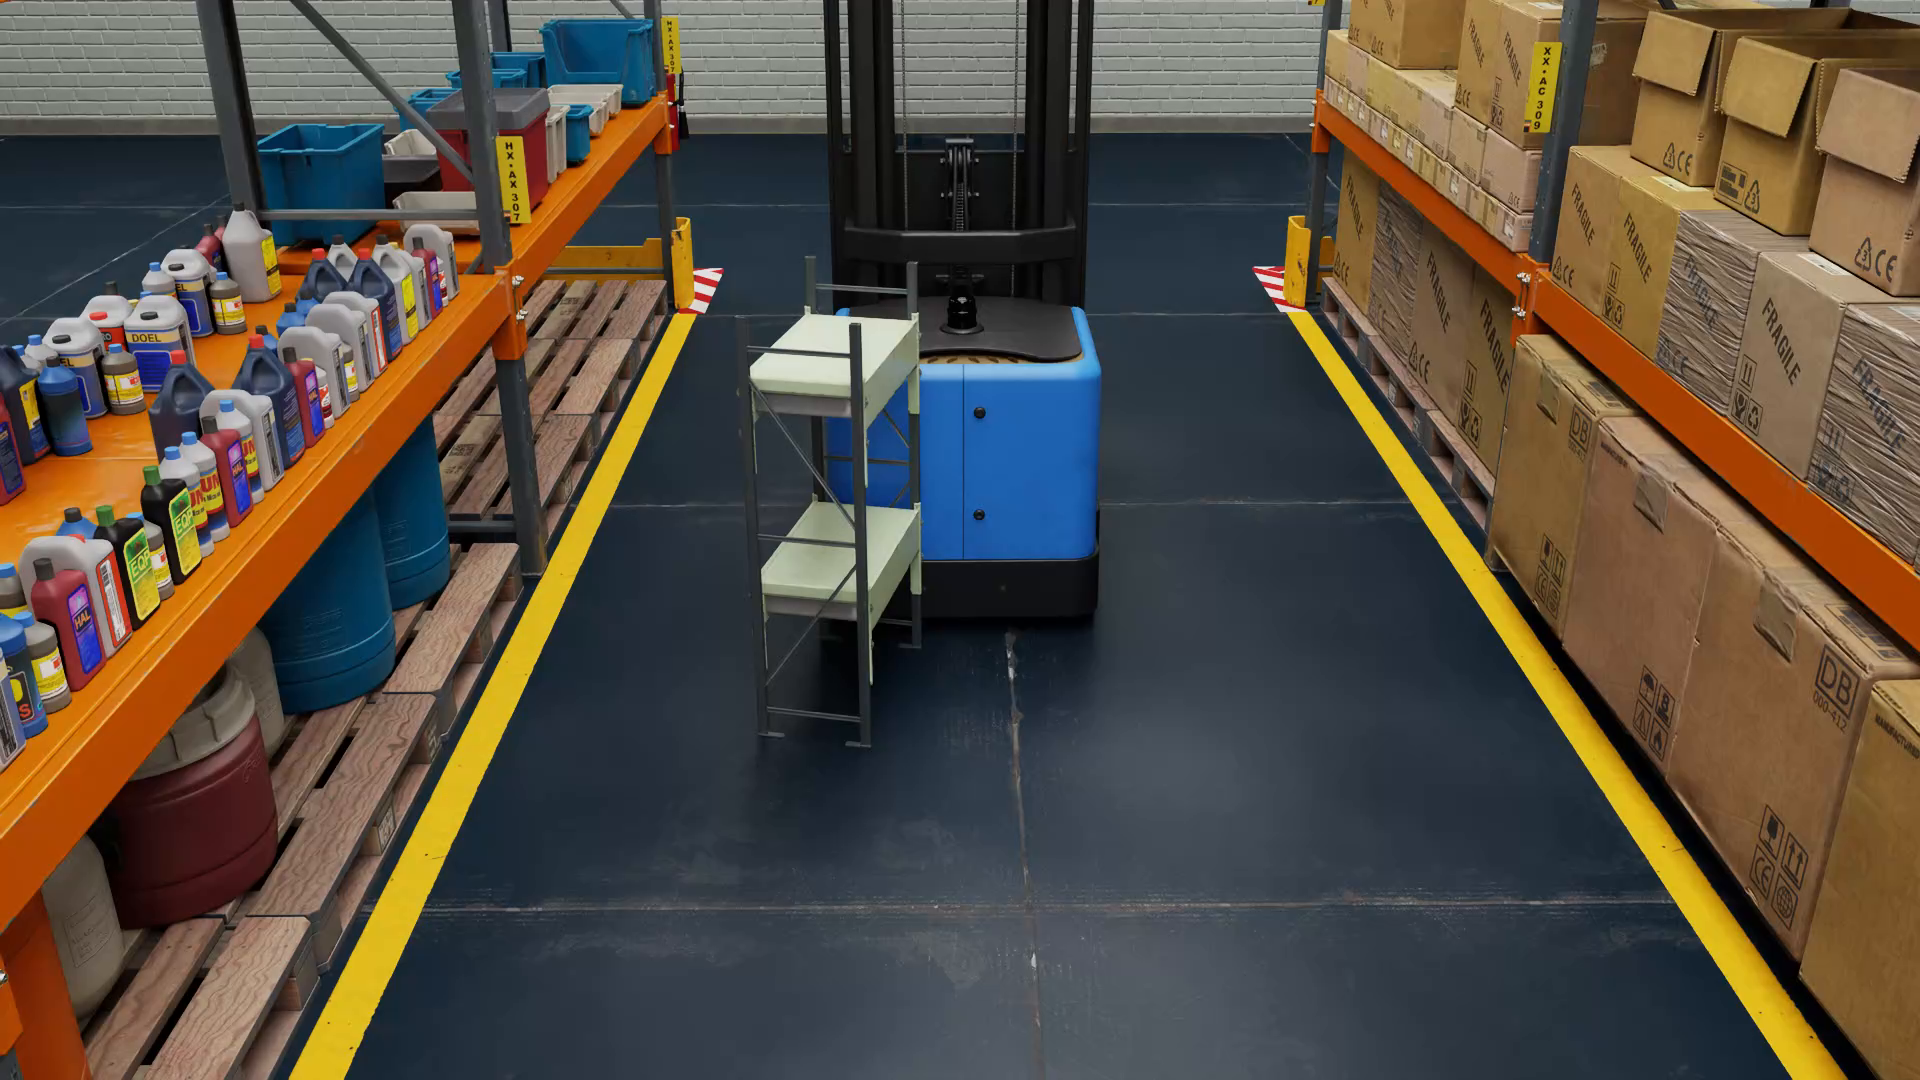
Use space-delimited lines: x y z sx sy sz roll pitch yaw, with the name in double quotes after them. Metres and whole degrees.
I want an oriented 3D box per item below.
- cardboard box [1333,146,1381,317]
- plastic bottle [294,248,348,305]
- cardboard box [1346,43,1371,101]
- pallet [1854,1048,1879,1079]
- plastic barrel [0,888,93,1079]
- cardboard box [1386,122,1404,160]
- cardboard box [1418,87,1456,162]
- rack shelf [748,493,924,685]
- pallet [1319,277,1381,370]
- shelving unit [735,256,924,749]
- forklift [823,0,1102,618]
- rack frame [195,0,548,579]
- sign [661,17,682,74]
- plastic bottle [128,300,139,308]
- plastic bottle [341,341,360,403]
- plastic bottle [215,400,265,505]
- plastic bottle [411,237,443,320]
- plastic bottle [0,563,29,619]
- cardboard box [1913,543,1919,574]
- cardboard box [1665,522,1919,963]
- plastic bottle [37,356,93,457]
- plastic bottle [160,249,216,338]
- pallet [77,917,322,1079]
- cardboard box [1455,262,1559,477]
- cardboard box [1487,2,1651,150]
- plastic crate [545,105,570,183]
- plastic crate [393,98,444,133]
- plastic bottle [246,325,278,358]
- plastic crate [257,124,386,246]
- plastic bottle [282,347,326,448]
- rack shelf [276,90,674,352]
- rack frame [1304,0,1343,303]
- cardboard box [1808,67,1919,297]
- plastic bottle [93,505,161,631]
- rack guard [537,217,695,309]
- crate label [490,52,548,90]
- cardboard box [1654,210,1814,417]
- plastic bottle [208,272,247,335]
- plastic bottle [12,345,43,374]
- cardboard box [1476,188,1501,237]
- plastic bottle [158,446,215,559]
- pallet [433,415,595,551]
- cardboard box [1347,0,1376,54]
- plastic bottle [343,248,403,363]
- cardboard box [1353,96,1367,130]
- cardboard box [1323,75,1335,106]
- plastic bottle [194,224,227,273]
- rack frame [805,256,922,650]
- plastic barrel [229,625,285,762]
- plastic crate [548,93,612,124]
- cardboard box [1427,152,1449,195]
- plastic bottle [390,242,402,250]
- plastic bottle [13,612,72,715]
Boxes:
2.761 -1.860 9.792 0.875 0.875 0.875 0 24 -1 "cardboard box"
-2.040 -0.753 5.336 0.144 0.351 0.185 0 24 -1 "plastic bottle"
2.422 -2.555 9.079 0.500 0.250 0.500 -1 24 -1 "cardboard box"
2.828 1.341 4.028 1.003 0.211 1.213 0 24 -1 "pallet"
-2.214 1.014 3.492 0.600 0.830 0.708 0 24 -1 "plastic barrel"
2.366 -2.005 8.347 0.380 0.149 0.250 -1 24 -2 "cardboard box"
2.437 -1.924 7.685 0.500 0.250 0.500 0 24 1 "cardboard box"
-0.421 0.158 5.873 0.431 0.370 0.720 5 25 11 "rack shelf"
2.761 -1.301 9.870 1.003 0.211 1.213 0 24 -1 "pallet"
-0.421 -0.139 5.738 0.431 1.500 0.755 5 25 11 "shelving unit"
-0.010 -1.595 7.220 1.130 2.935 3.031 0 24 -1 "forklift"
-2.235 -1.230 6.330 1.000 3.000 0.127 0 24 -1 "rack frame"
-1.729 -2.962 9.961 0.100 0.325 0.005 0 24 -1 "sign"
-2.631 -0.668 5.328 0.097 0.201 0.097 0 24 0 "plastic bottle"
-1.868 -0.517 4.994 0.097 0.201 0.097 0 24 0 "plastic bottle"
-1.859 -0.227 4.267 0.097 0.271 0.097 0 24 0 "plastic bottle"
-1.859 -0.921 5.788 0.061 0.283 0.133 0 24 -1 "plastic bottle"
-2.002 0.147 3.527 0.097 0.201 0.097 0 24 0 "plastic bottle"
2.509 -0.057 3.615 0.500 0.500 0.500 0 24 -1 "cardboard box"
2.773 0.521 4.527 1.225 0.875 0.875 0 24 0 "cardboard box"
-2.478 -0.374 4.594 0.097 0.271 0.097 0 24 0 "plastic bottle"
-2.607 -0.830 5.596 0.152 0.276 0.135 0 24 -1 "plastic bottle"
-2.242 1.364 3.978 1.003 0.211 1.213 0 24 -1 "pallet"
2.790 -0.748 7.332 0.875 0.875 0.875 0 24 -1 "cardboard box"
2.445 -1.849 6.610 0.500 0.500 0.500 0 24 1 "cardboard box"
-2.067 -1.833 7.735 0.437 0.282 0.530 0 24 -1 "plastic crate"
-2.587 -2.060 8.295 0.416 0.233 0.300 0 24 -1 "plastic crate"
-2.018 -0.493 4.856 0.097 0.271 0.097 0 24 0 "plastic bottle"
-2.581 -1.441 6.743 0.392 0.384 0.575 0 24 -1 "plastic crate"
-1.846 -0.411 4.661 0.061 0.283 0.133 0 24 -1 "plastic bottle"
-2.257 -1.726 8.300 1.077 0.370 4.000 0 24 -1 "rack shelf"
2.674 -2.901 10.023 1.000 3.000 0.127 0 24 -1 "rack frame"
2.751 -0.953 4.378 0.797 0.503 0.637 1 24 1 "cardboard box"
-1.834 0.046 3.651 0.061 0.283 0.133 0 24 -1 "plastic bottle"
-2.292 -1.749 10.511 1.175 0.500 0.348 0 24 -1 "rack guard"
-2.605 -2.726 9.768 0.416 0.233 0.303 0 24 -1 "crate label"
2.484 -0.694 5.023 0.500 0.500 0.500 -1 24 -2 "cardboard box"
-2.482 -0.805 5.630 0.097 0.201 0.097 0 24 0 "plastic bottle"
-2.623 -0.414 4.681 0.097 0.271 0.097 0 24 0 "plastic bottle"
2.384 -1.368 6.940 0.380 0.149 0.250 0 24 0 "cardboard box"
-1.856 -0.092 3.969 0.097 0.271 0.097 0 24 0 "plastic bottle"
-2.282 -0.262 7.574 1.003 0.211 1.213 0 24 -1 "pallet"
2.415 -2.904 8.943 0.500 0.500 0.500 -1 24 -2 "cardboard box"
-1.896 -0.754 5.337 0.144 0.351 0.185 0 24 -1 "plastic bottle"
2.359 -2.320 9.044 0.380 0.149 0.250 -1 24 -1 "cardboard box"
2.348 -2.638 9.748 0.380 0.149 0.250 0 24 0 "cardboard box"
-2.656 -0.969 5.894 0.061 0.283 0.133 0 24 -1 "plastic bottle"
-0.343 -0.287 6.064 0.400 1.500 0.023 5 25 11 "rack frame"
-2.322 0.461 5.099 0.421 0.512 0.421 0 24 0 "plastic barrel"
-2.100 -2.331 9.011 0.396 0.136 0.243 0 24 -1 "plastic crate"
2.375 -1.686 7.643 0.380 0.149 0.250 0 24 0 "cardboard box"
-2.032 -0.970 5.997 0.097 0.201 0.097 0 24 0 "plastic bottle"
-1.848 0.241 3.318 0.097 0.201 0.097 0 24 0 "plastic bottle"
